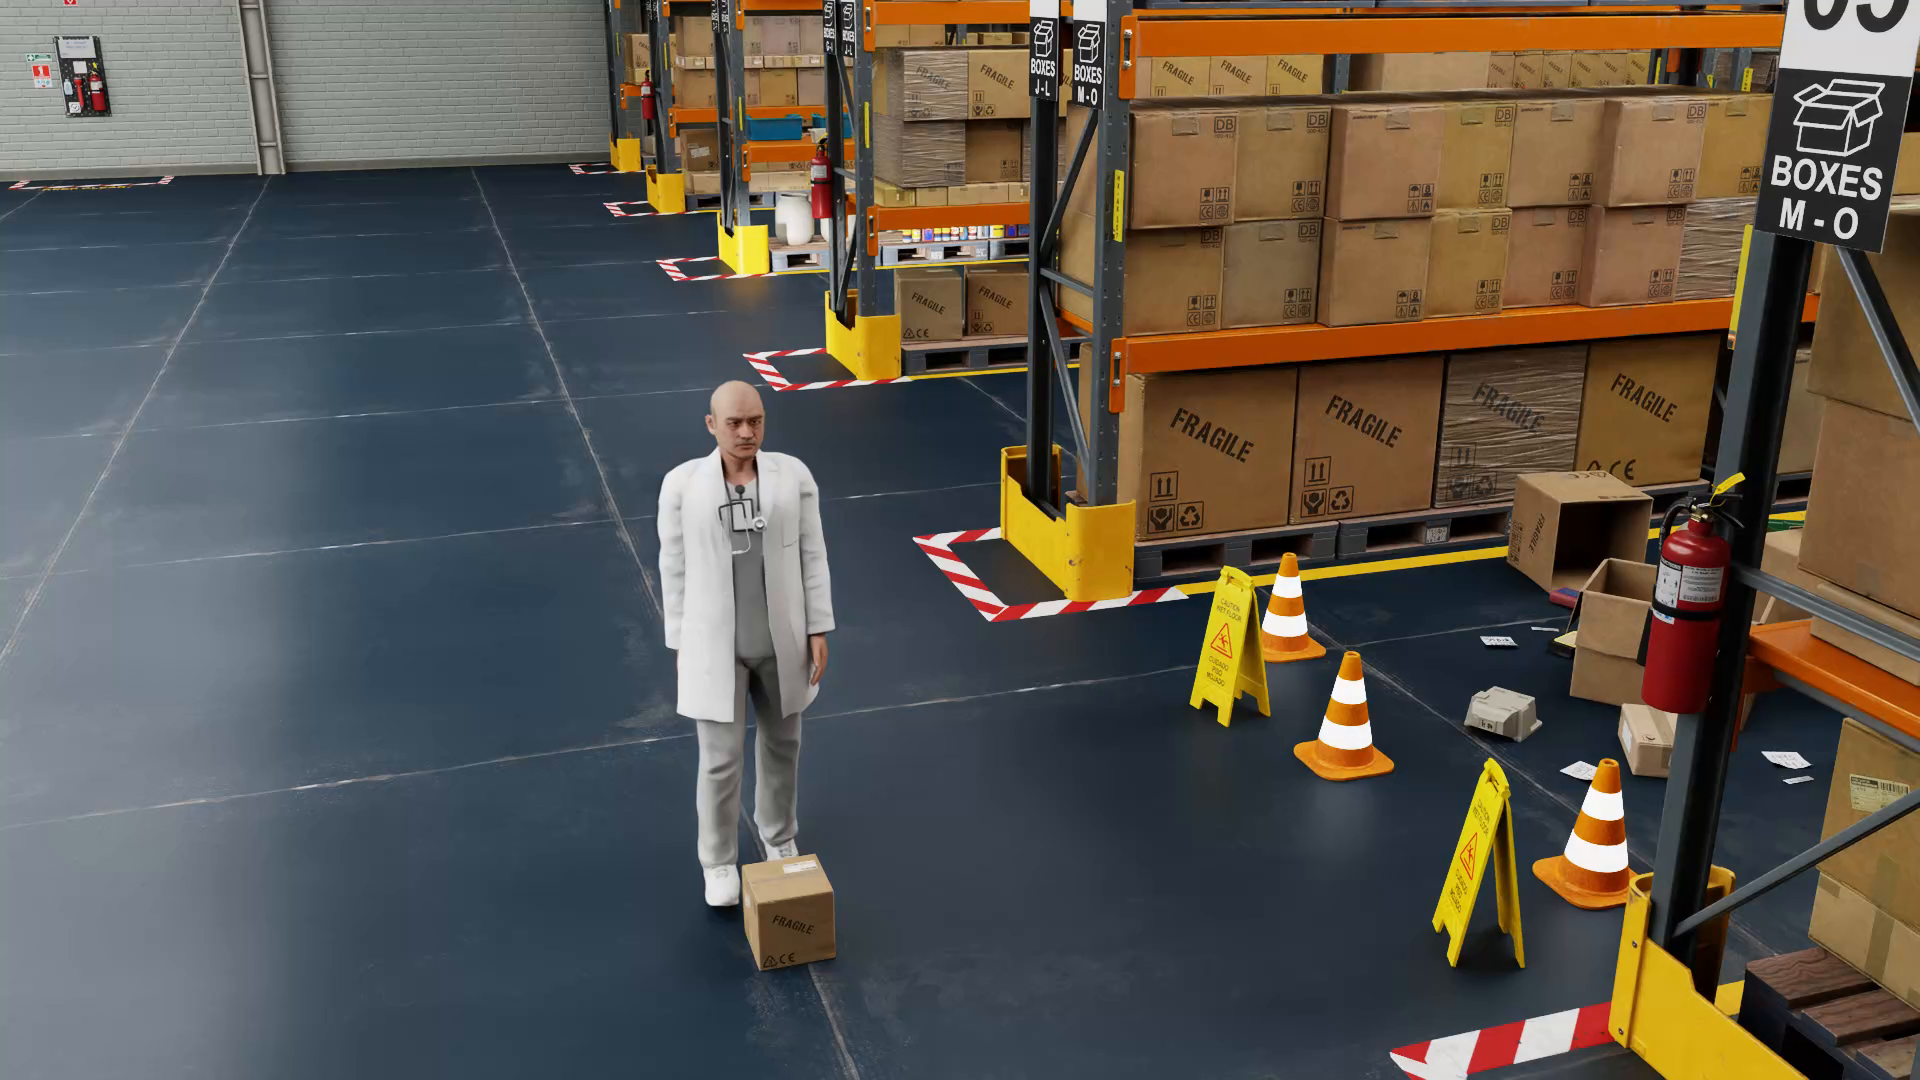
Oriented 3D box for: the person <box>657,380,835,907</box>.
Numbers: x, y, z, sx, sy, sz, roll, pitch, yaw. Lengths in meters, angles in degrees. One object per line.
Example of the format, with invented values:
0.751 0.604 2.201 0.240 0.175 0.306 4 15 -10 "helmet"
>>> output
-0.705 0.363 5.619 0.566 1.817 0.562 -6 20 -16 "person"
